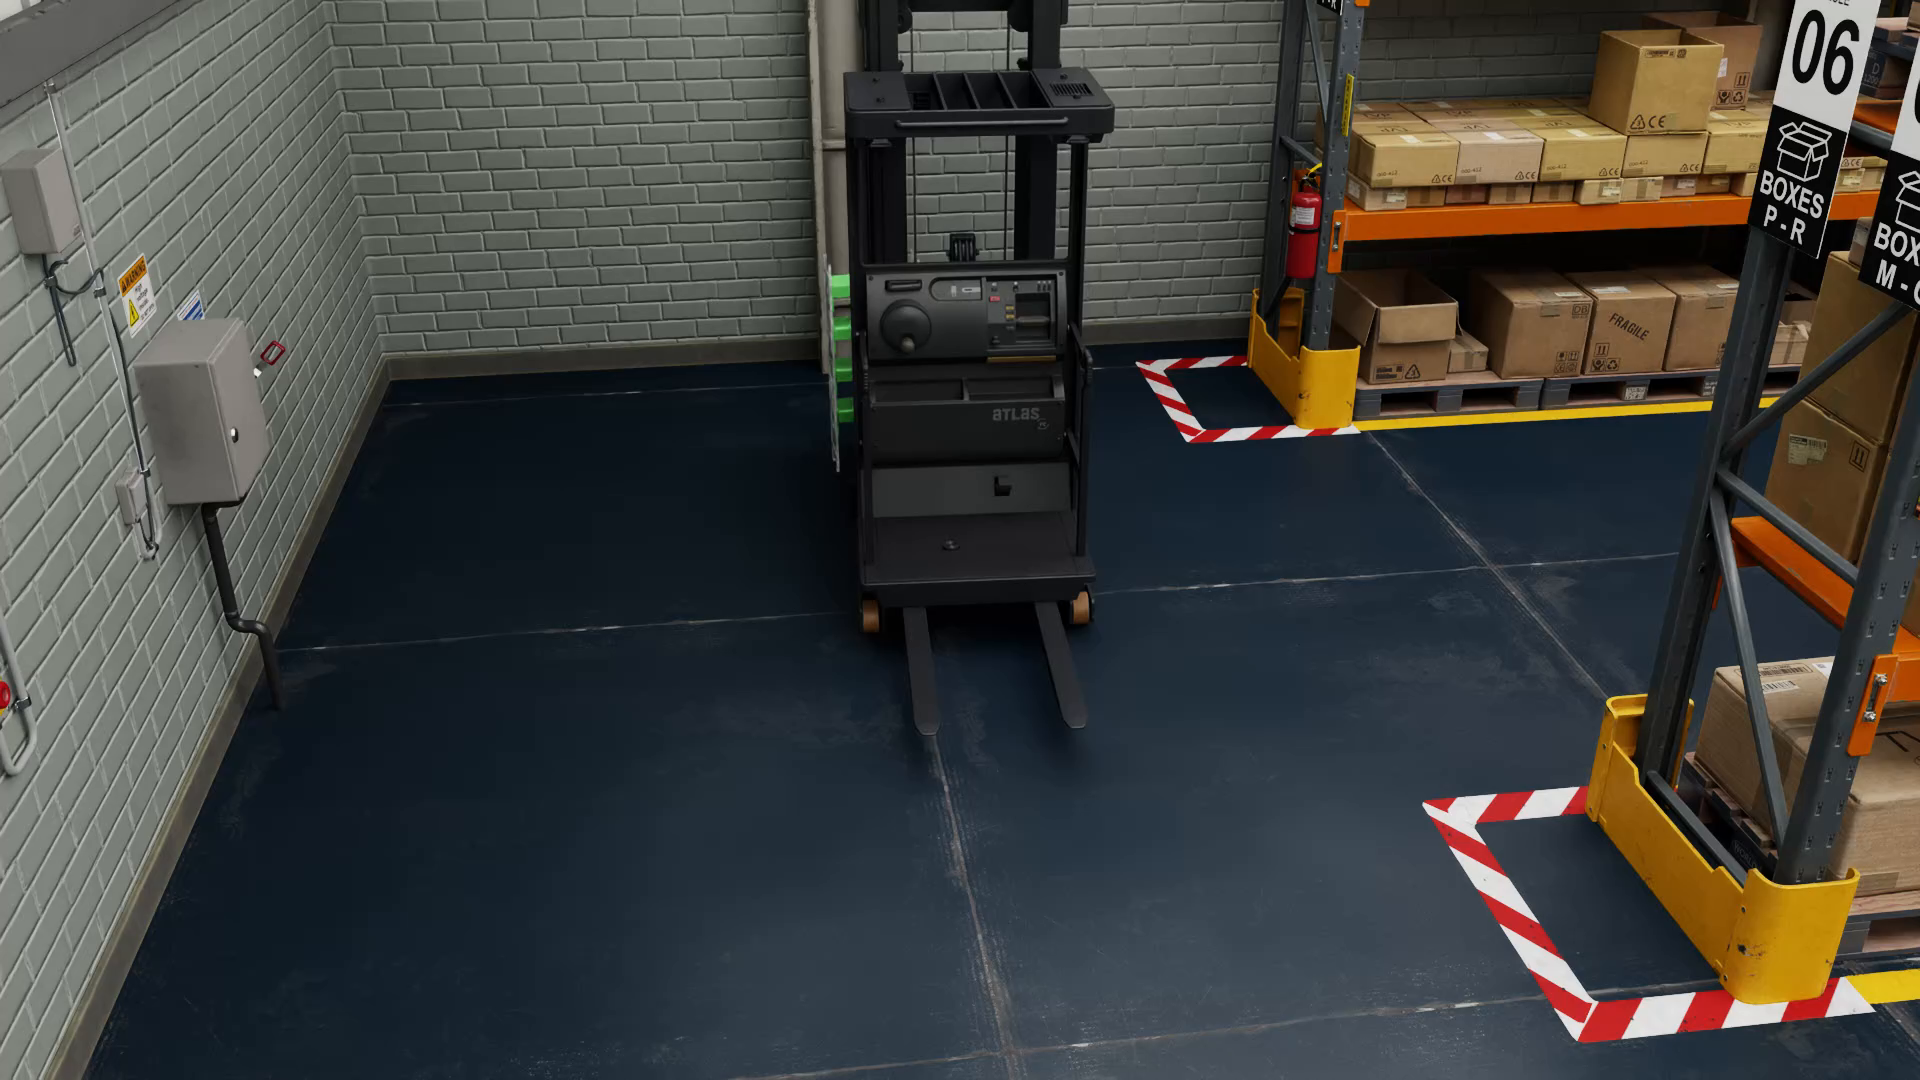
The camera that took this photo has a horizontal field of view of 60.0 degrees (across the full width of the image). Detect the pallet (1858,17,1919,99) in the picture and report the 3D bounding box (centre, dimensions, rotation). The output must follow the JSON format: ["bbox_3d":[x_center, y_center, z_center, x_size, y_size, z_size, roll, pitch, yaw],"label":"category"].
[{"bbox_3d":[3.495,-1.371,4.948,1.213,0.211,1.003,-4,27,-7],"label":"pallet"}]

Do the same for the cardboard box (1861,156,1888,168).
[{"bbox_3d":[5.557,-2.445,10.068,0.500,0.250,0.500,-3,27,-6],"label":"cardboard box"}]

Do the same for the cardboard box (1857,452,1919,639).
[{"bbox_3d":[3.277,0.031,5.295,0.500,0.500,0.500,-4,27,-8],"label":"cardboard box"}]

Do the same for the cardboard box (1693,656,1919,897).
[{"bbox_3d":[3.402,0.842,6.170,0.875,0.438,0.875,-5,28,-9],"label":"cardboard box"}]

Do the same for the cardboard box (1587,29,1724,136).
[{"bbox_3d":[4.039,-2.670,9.684,0.500,0.500,0.500,-3,27,-6],"label":"cardboard box"}]

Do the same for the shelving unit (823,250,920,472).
[{"bbox_3d":[-0.481,-1.003,9.374,0.503,1.200,0.258,-5,24,-10],"label":"shelving unit"}]

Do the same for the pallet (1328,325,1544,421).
[{"bbox_3d":[2.931,-1.083,10.630,1.213,0.211,1.003,-4,27,-7],"label":"pallet"}]

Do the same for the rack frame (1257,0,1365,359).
[{"bbox_3d":[2.067,-2.268,9.884,0.127,3.000,1.000,-4,27,-7],"label":"rack frame"}]

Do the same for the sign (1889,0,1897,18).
[{"bbox_3d":[5.947,-3.288,10.604,0.005,0.325,0.100,-4,27,-7],"label":"sign"}]

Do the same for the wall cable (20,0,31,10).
[{"bbox_3d":[-2.934,-2.544,3.851,0.029,3.000,2.355,-4,27,-7],"label":"wall cable"}]

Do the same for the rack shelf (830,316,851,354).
[{"bbox_3d":[-0.483,-1.165,9.304,0.480,0.148,0.258,-5,24,-10],"label":"rack shelf"}]

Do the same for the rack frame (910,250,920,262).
[{"bbox_3d":[-0.241,-1.024,9.415,0.015,1.200,0.240,-5,24,-10],"label":"rack frame"}]

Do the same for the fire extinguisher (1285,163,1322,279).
[{"bbox_3d":[1.986,-1.849,9.561,0.183,0.674,0.296,-4,27,-7],"label":"fire extinguisher"}]

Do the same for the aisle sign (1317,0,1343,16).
[{"bbox_3d":[2.040,-3.287,9.023,0.004,0.787,0.394,-4,27,-7],"label":"aisle sign"}]

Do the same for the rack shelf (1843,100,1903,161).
[{"bbox_3d":[4.743,-1.166,5.238,4.000,0.370,1.077,-4,27,-7],"label":"rack shelf"}]

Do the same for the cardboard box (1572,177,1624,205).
[{"bbox_3d":[3.713,-2.112,9.856,0.250,0.149,0.380,-4,27,-9],"label":"cardboard box"}]

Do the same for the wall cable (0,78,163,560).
[{"bbox_3d":[-3.028,-0.747,5.808,0.122,1.984,0.588,-4,27,-7],"label":"wall cable"}]

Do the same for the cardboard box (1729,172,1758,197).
[{"bbox_3d":[4.726,-2.189,10.005,0.250,0.149,0.380,-4,27,-8],"label":"cardboard box"}]

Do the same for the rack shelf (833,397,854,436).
[{"bbox_3d":[-0.478,-0.725,9.495,0.480,0.148,0.258,-5,24,-10],"label":"rack shelf"}]

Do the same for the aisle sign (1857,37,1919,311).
[{"bbox_3d":[2.731,-1.045,4.653,0.004,0.787,0.394,-4,27,-7],"label":"aisle sign"}]

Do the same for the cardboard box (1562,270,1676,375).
[{"bbox_3d":[4.075,-1.364,10.400,0.500,0.500,0.500,-3,27,-6],"label":"cardboard box"}]

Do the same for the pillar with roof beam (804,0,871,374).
[{"bbox_3d":[-0.129,-3.227,5.181,0.400,9.000,9.100,-4,27,-7],"label":"pillar with roof beam"}]

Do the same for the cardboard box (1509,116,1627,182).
[{"bbox_3d":[3.554,-2.306,9.797,0.500,0.250,0.500,-4,27,-8],"label":"cardboard box"}]

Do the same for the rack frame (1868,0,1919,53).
[{"bbox_3d":[2.762,-2.693,4.142,0.127,3.000,1.000,-4,27,-7],"label":"rack frame"}]

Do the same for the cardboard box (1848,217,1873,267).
[{"bbox_3d":[3.089,-0.915,5.333,0.250,0.149,0.380,-3,27,-6],"label":"cardboard box"}]

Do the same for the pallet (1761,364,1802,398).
[{"bbox_3d":[5.348,-1.238,10.932,1.213,0.211,1.003,-4,27,-7],"label":"pallet"}]

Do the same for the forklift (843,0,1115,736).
[{"bbox_3d":[0.051,-1.018,7.524,1.130,2.935,3.031,-2,27,-4],"label":"forklift"}]

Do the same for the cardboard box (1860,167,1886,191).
[{"bbox_3d":[5.492,-2.250,10.124,0.250,0.149,0.380,-3,27,-6],"label":"cardboard box"}]

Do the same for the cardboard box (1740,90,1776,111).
[{"bbox_3d":[5.004,-2.643,10.454,0.500,0.250,0.500,-4,27,-8],"label":"cardboard box"}]

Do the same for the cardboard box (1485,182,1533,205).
[{"bbox_3d":[3.190,-2.111,9.853,0.250,0.149,0.380,-3,27,-5],"label":"cardboard box"}]

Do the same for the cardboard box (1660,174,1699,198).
[{"bbox_3d":[4.217,-2.186,9.999,0.250,0.149,0.380,-4,27,-7],"label":"cardboard box"}]

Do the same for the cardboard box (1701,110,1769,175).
[{"bbox_3d":[4.568,-2.381,9.943,0.500,0.250,0.500,-4,27,-7],"label":"cardboard box"}]

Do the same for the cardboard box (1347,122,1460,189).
[{"bbox_3d":[2.554,-2.240,9.669,0.500,0.250,0.500,-4,27,-7],"label":"cardboard box"}]

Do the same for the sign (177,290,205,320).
[{"bbox_3d":[-3.241,-0.782,7.092,0.001,0.494,0.329,-4,27,-7],"label":"sign"}]

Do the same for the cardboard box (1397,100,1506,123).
[{"bbox_3d":[2.996,-2.515,10.204,0.500,0.250,0.500,-4,27,-7],"label":"cardboard box"}]

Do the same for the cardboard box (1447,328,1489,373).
[{"bbox_3d":[3.112,-1.192,10.449,0.250,0.149,0.380,-5,28,-9],"label":"cardboard box"}]

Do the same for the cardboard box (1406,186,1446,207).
[{"bbox_3d":[2.676,-2.090,9.812,0.250,0.149,0.380,-3,27,-6],"label":"cardboard box"}]

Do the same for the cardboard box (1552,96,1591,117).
[{"bbox_3d":[4.005,-2.577,10.326,0.500,0.250,0.500,-4,27,-7],"label":"cardboard box"}]

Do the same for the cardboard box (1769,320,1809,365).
[{"bbox_3d":[5.163,-1.302,10.536,0.258,0.266,0.396,-3,27,-5],"label":"cardboard box"}]

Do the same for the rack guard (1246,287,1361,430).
[{"bbox_3d":[2.142,-1.160,10.464,0.348,0.500,1.175,-4,27,-7],"label":"rack guard"}]

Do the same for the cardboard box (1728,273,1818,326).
[{"bbox_3d":[5.341,-1.577,11.024,0.500,0.311,0.500,-3,27,-5],"label":"cardboard box"}]

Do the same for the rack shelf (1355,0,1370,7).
[{"bbox_3d":[4.047,-3.409,9.611,4.000,0.370,1.077,-4,27,-7],"label":"rack shelf"}]

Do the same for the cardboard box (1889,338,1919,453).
[{"bbox_3d":[3.277,-0.415,5.069,0.500,0.500,0.500,-4,27,-8],"label":"cardboard box"}]
